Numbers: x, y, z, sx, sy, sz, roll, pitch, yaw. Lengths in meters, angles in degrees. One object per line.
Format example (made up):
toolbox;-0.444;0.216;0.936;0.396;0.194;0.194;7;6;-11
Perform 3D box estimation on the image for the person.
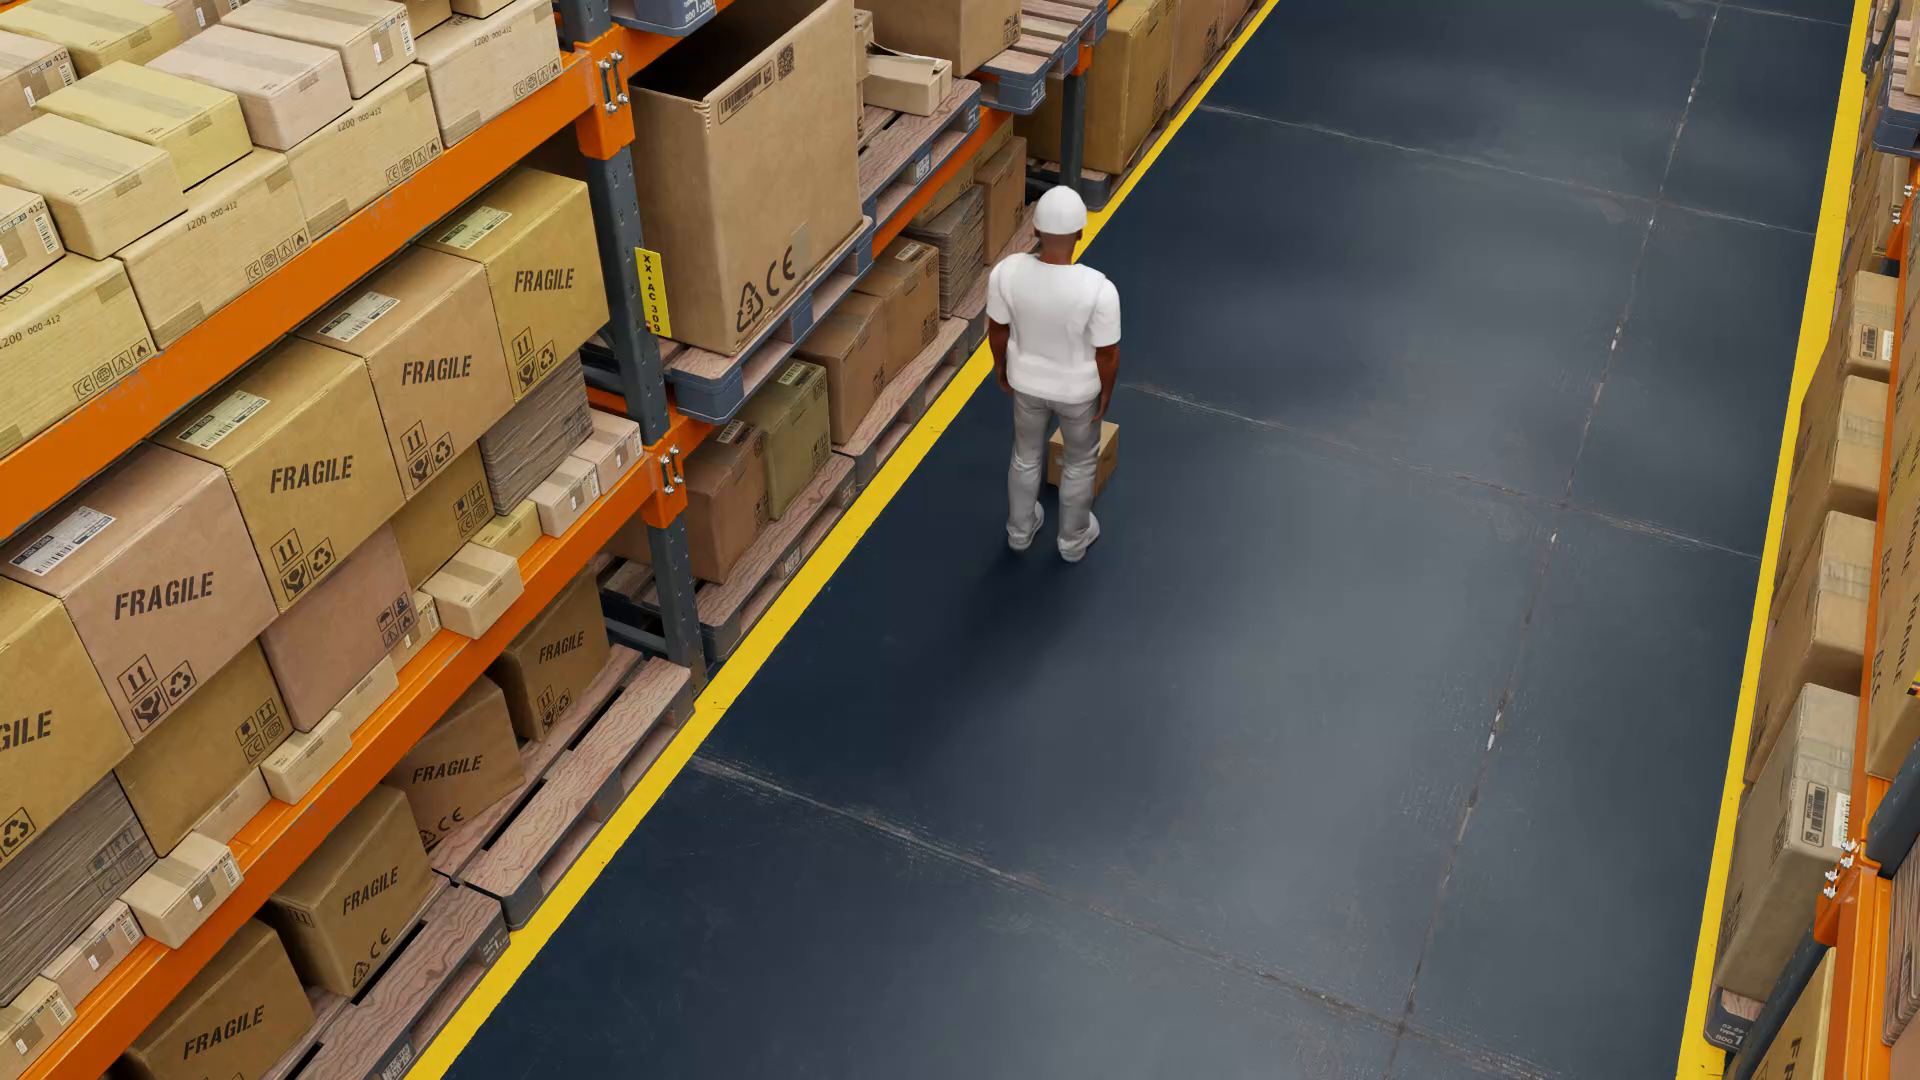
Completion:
person;0.388;-0.669;6.894;0.565;1.763;0.367;15;44;16
